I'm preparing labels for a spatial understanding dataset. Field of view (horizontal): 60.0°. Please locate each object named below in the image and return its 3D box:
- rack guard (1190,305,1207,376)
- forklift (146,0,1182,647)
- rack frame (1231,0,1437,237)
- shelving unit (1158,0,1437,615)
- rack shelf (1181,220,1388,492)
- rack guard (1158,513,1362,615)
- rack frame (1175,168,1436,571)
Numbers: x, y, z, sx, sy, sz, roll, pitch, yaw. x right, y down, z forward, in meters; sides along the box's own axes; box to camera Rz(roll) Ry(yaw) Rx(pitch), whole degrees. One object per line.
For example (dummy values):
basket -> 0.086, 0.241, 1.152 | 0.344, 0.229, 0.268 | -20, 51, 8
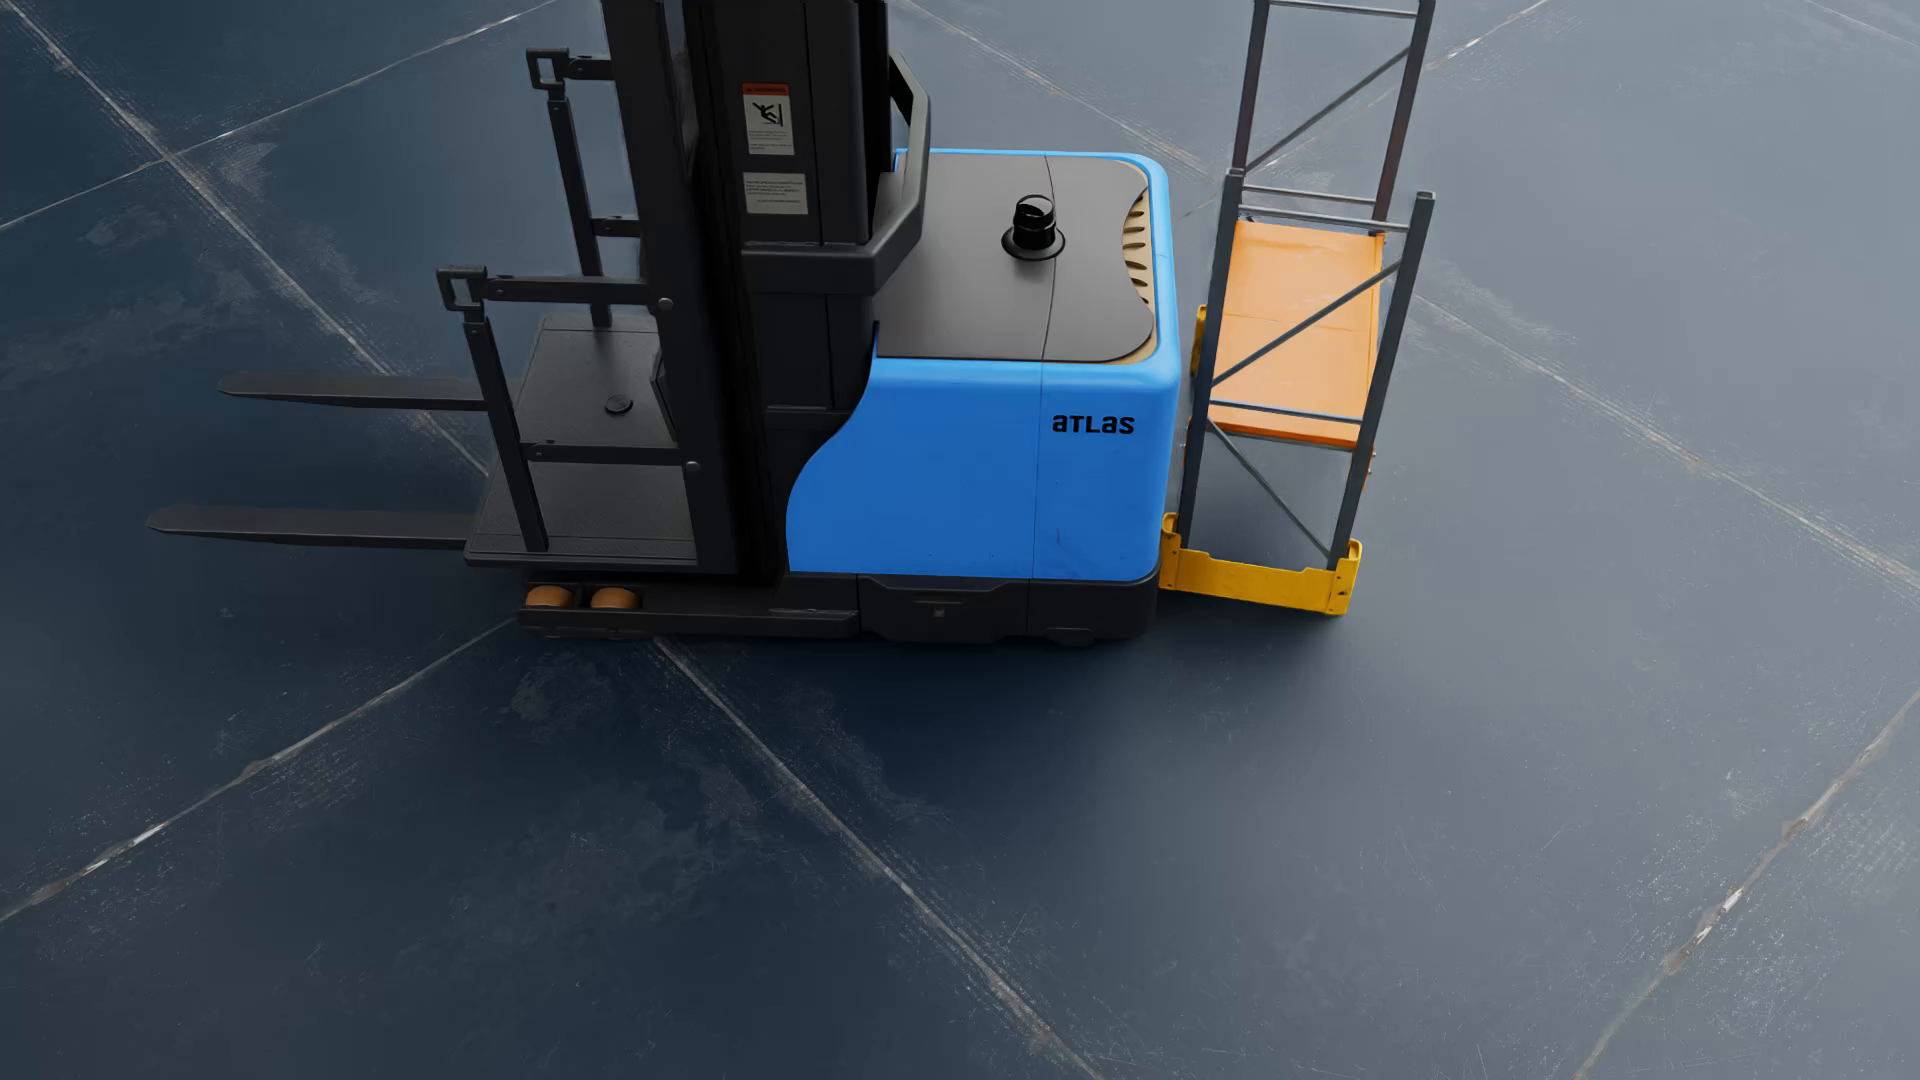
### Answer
rack guard -> 1.091, -0.644, 5.674 | 0.587, 0.250, 0.087 | 9, 48, 8
forklift -> -0.917, -1.083, 4.255 | 3.031, 2.935, 1.130 | 2, 47, 2
rack frame -> 1.095, -1.082, 5.227 | 0.500, 1.500, 0.032 | 9, 48, 8
shelving unit -> 0.991, -0.709, 4.884 | 0.587, 1.500, 1.083 | 9, 48, 8
rack shelf -> 0.993, -0.594, 5.022 | 0.538, 0.185, 1.000 | 9, 48, 8
rack guard -> 0.891, 0.073, 5.012 | 0.587, 0.250, 0.087 | 9, 48, 8
rack frame -> 0.890, -0.350, 4.552 | 0.500, 1.500, 0.032 | 9, 48, 8
